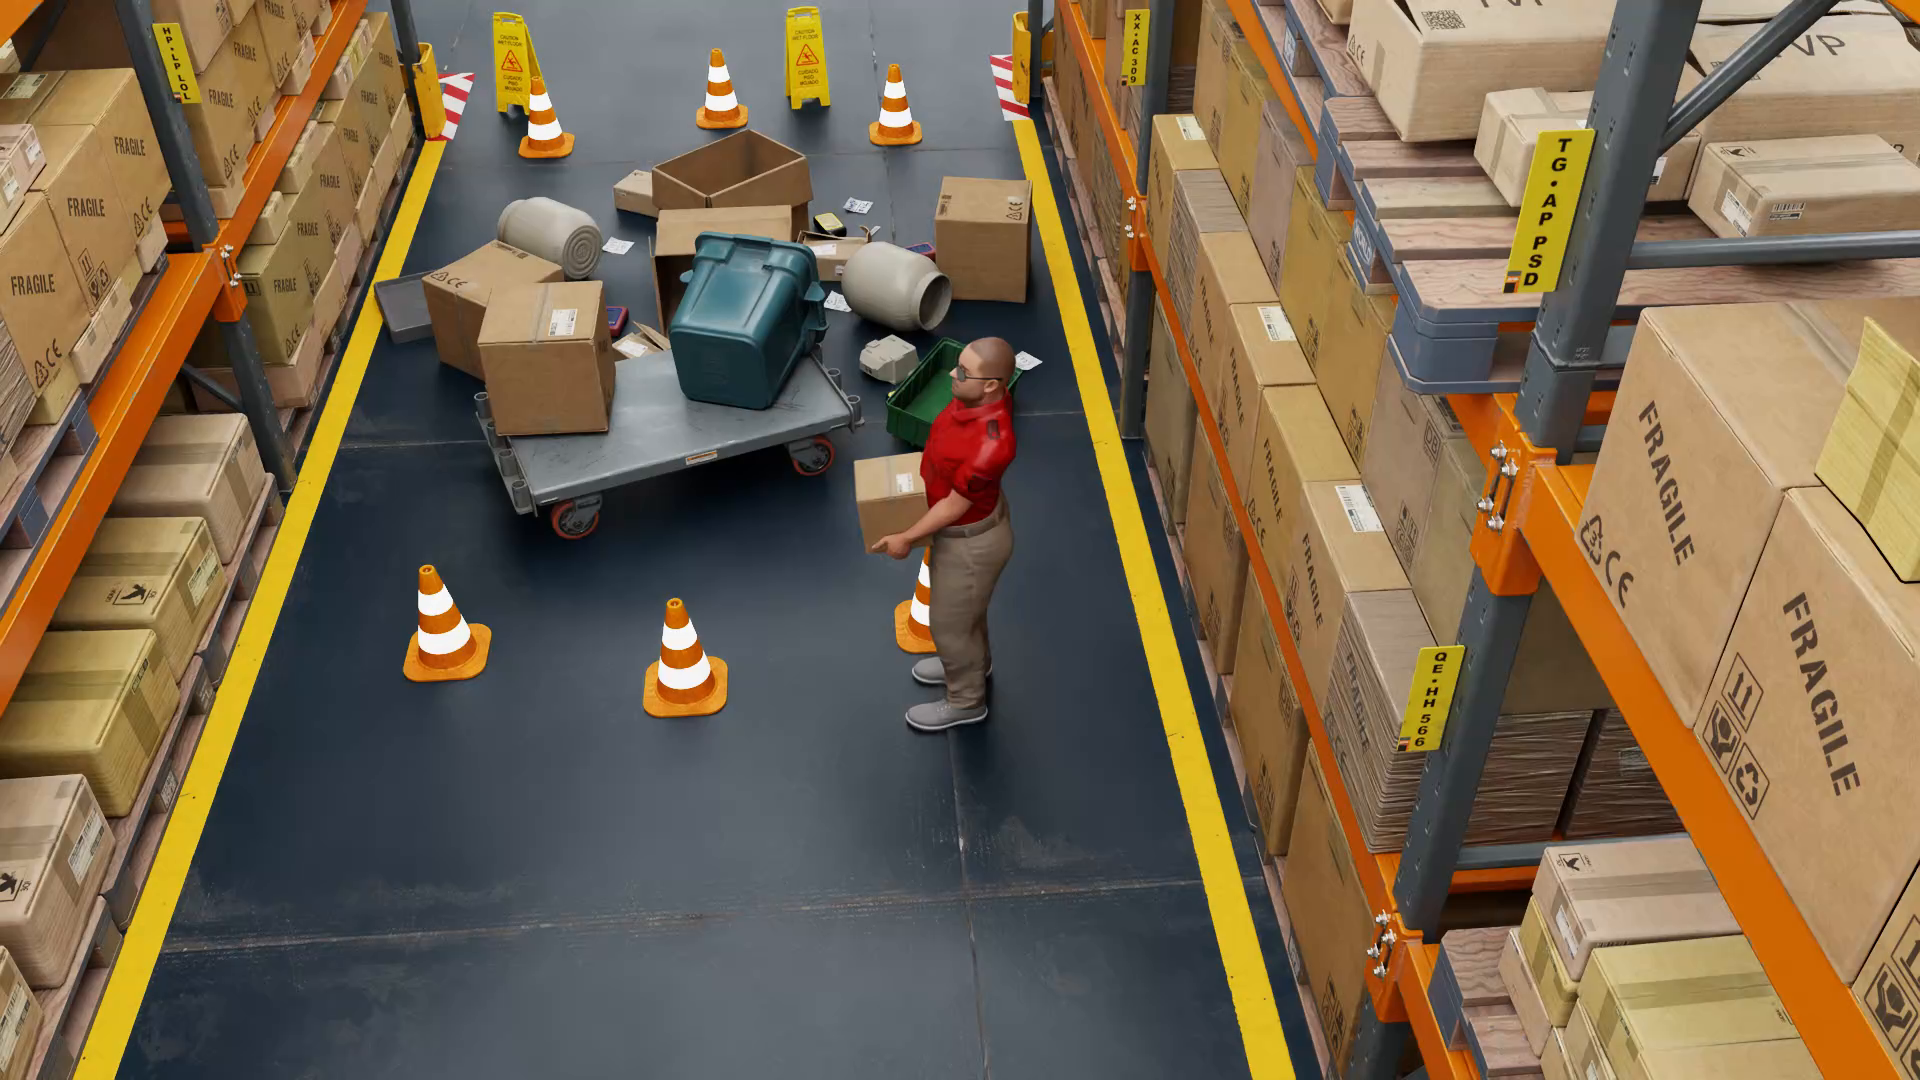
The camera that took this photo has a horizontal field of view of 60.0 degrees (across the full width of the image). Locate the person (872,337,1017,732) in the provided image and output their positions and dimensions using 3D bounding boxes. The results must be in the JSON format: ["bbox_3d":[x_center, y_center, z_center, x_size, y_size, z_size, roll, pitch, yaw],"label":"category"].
[{"bbox_3d":[-0.065,-0.010,6.189,0.530,1.712,0.493,-3,39,-4],"label":"person"}]
